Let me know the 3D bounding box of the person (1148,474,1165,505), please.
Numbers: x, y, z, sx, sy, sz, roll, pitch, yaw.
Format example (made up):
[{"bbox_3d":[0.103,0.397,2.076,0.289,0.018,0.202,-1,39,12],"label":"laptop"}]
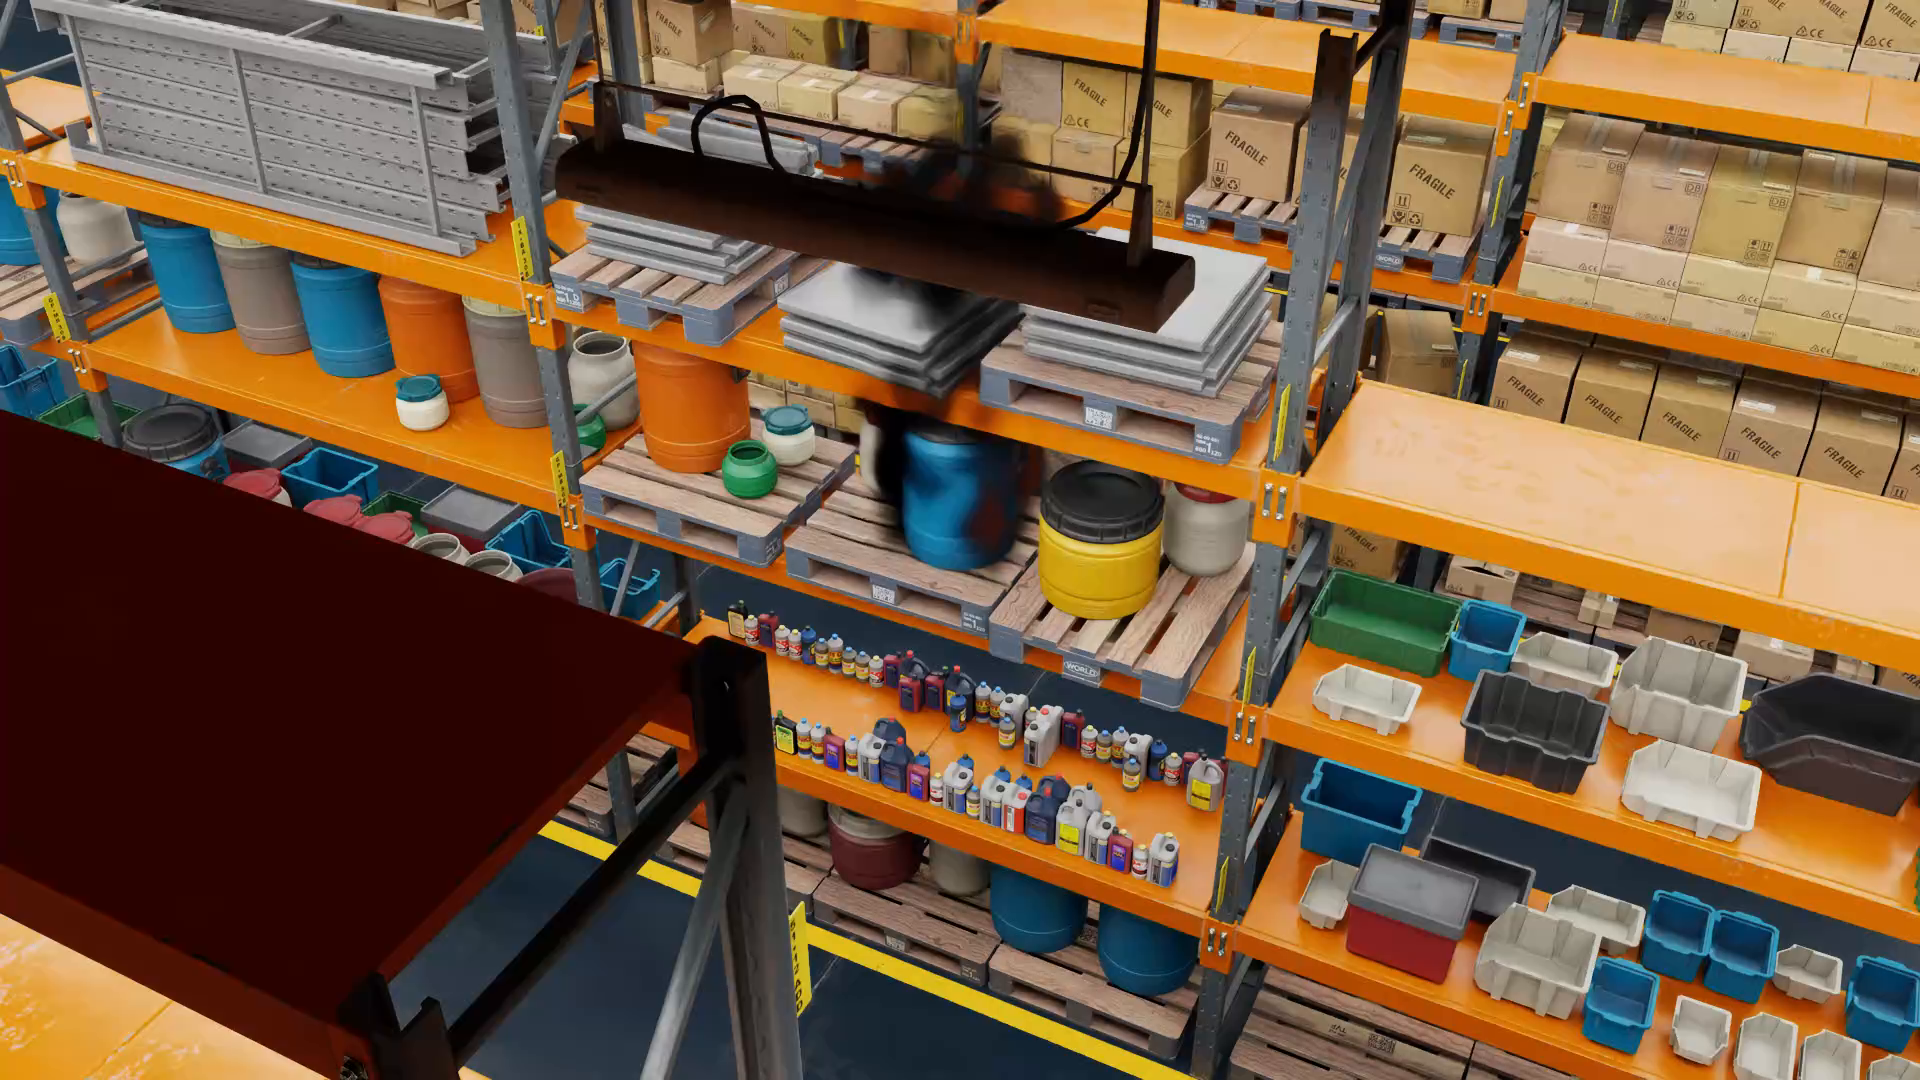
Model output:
[{"bbox_3d":[1.198,0.179,11.692,0.515,1.641,0.559,6,36,9],"label":"person"}]
